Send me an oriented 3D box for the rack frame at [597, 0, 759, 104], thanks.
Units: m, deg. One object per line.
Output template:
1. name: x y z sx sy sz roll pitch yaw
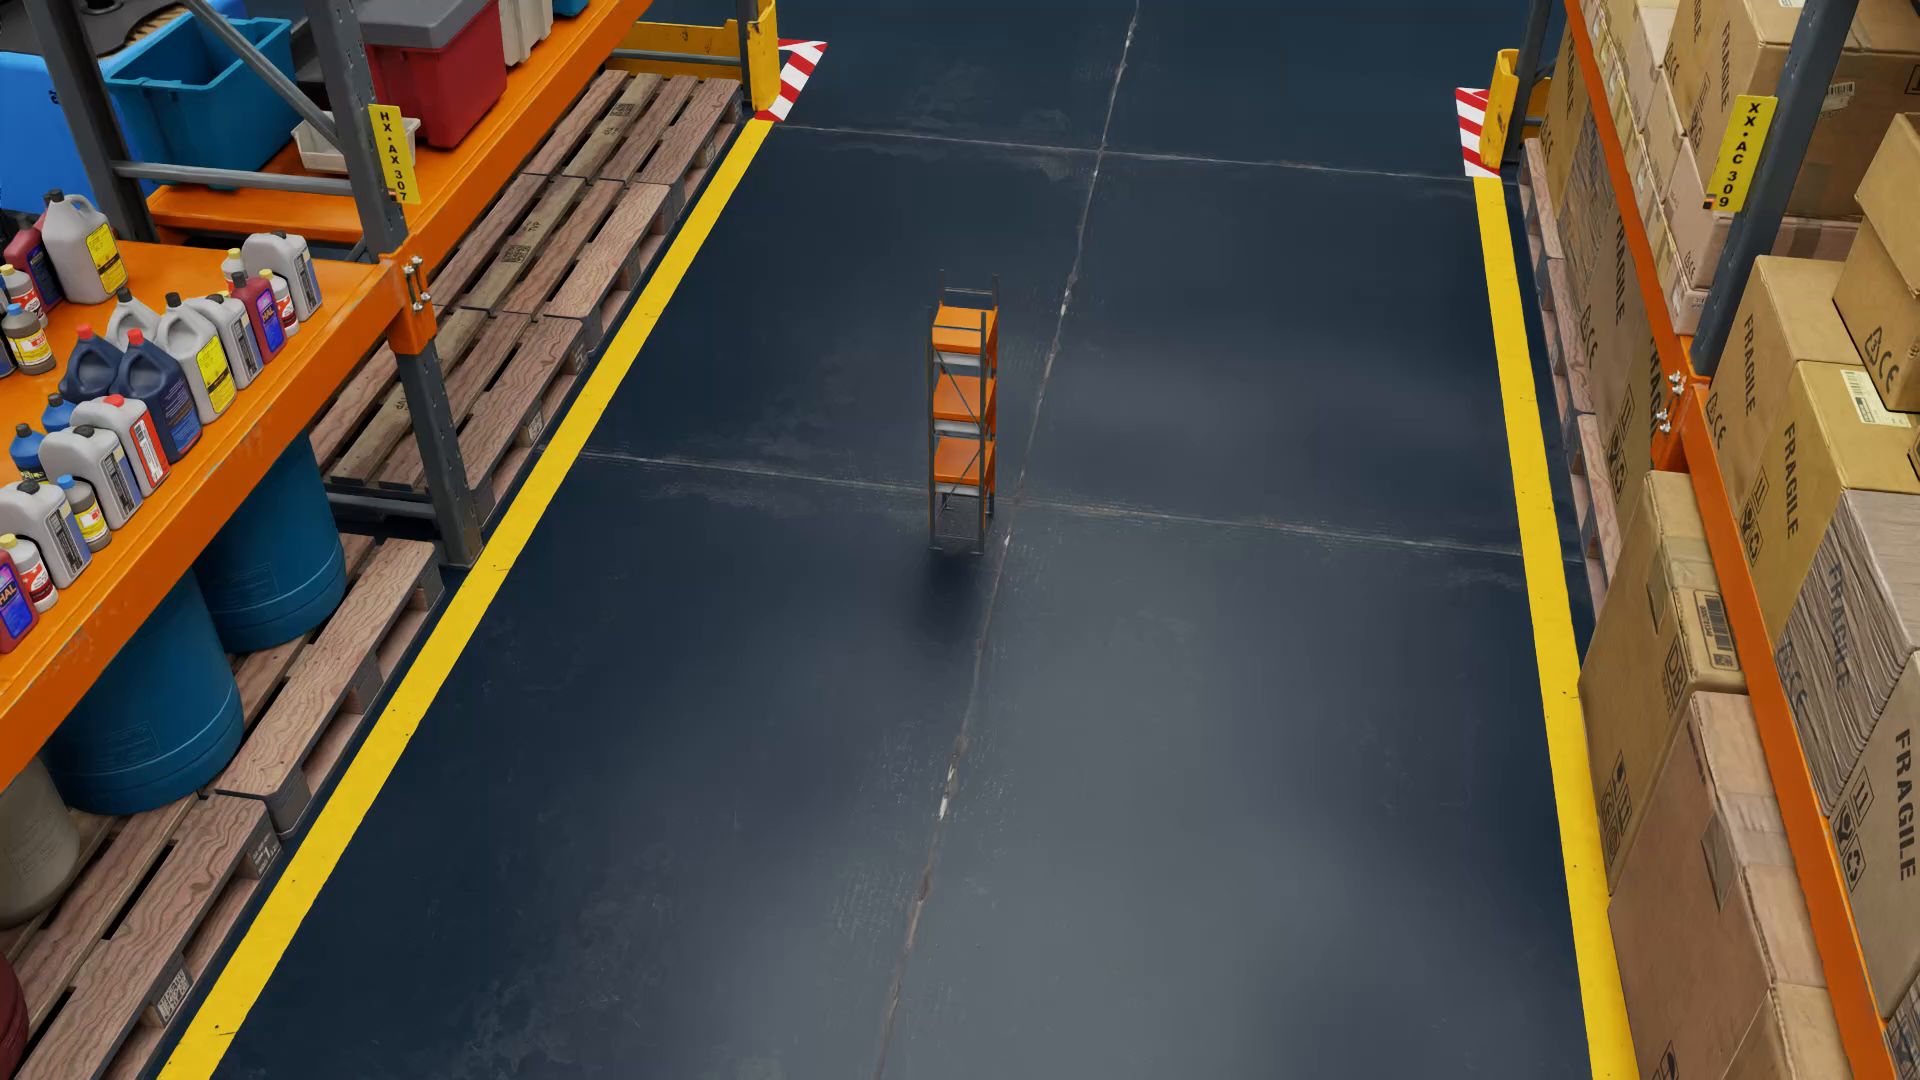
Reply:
1. rack frame: -1.585 -3.648 8.308 1.000 3.000 0.127 6 40 8

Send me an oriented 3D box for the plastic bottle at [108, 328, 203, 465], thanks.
1. plastic bottle: -2.146 -0.390 4.406 0.144 0.351 0.185 6 40 8

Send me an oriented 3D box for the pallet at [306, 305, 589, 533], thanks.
1. pallet: -2.189 -0.529 6.724 1.003 0.211 1.213 6 40 8

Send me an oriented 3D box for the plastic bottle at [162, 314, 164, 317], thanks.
1. plastic bottle: -2.217 -0.551 4.718 0.097 0.201 0.097 0 40 0

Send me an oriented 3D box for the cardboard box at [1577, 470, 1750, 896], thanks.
1. cardboard box: 2.510 0.469 4.666 1.225 0.875 0.875 7 40 8

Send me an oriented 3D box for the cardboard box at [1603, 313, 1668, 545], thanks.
1. cardboard box: 2.794 -0.340 5.645 0.875 0.875 0.875 6 40 8

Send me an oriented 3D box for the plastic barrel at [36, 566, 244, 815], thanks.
1. plastic barrel: -2.511 0.293 4.858 0.600 0.901 0.708 6 40 8

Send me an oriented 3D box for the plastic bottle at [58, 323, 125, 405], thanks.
1. plastic bottle: -2.288 -0.405 4.425 0.144 0.351 0.185 6 40 8

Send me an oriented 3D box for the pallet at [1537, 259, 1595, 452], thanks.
1. pallet: 3.018 -0.753 6.995 1.003 0.211 1.213 6 40 8

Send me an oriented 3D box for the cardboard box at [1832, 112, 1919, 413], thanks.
1. cardboard box: 2.498 -0.615 3.774 0.797 0.503 0.637 5 40 7

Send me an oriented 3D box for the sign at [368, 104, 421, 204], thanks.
1. sign: -1.736 -1.182 5.109 0.100 0.325 0.005 6 40 8

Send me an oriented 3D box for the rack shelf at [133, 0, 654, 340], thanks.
1. rack shelf: -1.932 -2.115 7.019 1.077 0.370 4.000 6 40 8

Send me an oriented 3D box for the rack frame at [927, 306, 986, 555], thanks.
1. rack frame: -0.012 -0.362 5.863 0.200 1.050 0.008 6 40 8

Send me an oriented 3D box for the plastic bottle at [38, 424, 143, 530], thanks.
1. plastic bottle: -2.201 -0.177 4.207 0.152 0.276 0.135 6 40 8

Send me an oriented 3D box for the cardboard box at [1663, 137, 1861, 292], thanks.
1. cardboard box: 2.418 -0.954 4.934 0.500 0.250 0.500 6 40 7

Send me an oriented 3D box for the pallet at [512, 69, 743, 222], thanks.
1. pallet: -1.766 -2.060 8.576 1.003 0.211 1.213 6 40 8

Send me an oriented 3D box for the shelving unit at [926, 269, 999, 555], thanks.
1. shelving unit: 0.009 -0.438 5.956 0.215 1.050 0.252 6 40 8

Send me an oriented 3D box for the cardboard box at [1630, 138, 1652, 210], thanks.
1. cardboard box: 2.464 -1.206 5.552 0.380 0.149 0.250 7 40 9

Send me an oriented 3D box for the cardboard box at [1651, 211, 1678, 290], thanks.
1. cardboard box: 2.375 -0.884 5.162 0.380 0.149 0.250 7 40 9

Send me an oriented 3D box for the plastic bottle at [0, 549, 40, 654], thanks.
1. plastic bottle: -2.236 0.116 3.847 0.061 0.283 0.133 6 40 8

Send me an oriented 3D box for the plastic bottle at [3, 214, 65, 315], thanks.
1. plastic bottle: -2.784 -0.826 4.986 0.061 0.283 0.133 6 40 8

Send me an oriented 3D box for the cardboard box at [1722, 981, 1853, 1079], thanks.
1. cardboard box: 2.210 1.587 3.315 1.225 0.875 0.875 7 40 8

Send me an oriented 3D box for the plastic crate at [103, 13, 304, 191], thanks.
1. plastic crate: -2.533 -1.485 5.658 0.392 0.384 0.575 6 40 8

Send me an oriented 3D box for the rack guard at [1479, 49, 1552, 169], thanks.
1. rack guard: 3.297 -2.153 8.462 1.175 0.500 0.348 6 40 8

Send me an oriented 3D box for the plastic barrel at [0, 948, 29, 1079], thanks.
1. plastic barrel: -2.707 1.123 4.101 0.600 0.588 0.708 6 40 8

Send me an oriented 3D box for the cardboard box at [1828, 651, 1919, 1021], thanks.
1. cardboard box: 2.017 0.586 3.109 0.500 0.500 0.500 7 40 9

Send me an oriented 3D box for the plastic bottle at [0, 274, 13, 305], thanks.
1. plastic bottle: -2.803 -0.686 4.826 0.097 0.271 0.097 0 40 0

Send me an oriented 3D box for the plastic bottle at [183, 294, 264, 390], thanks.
1. plastic bottle: -2.091 -0.577 4.692 0.152 0.276 0.135 6 40 8

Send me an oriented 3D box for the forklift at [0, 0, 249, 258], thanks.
1. forklift: -4.874 -2.831 7.374 3.031 2.935 1.130 10 41 12

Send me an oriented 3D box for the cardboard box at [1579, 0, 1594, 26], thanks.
1. cardboard box: 2.730 -2.173 6.722 0.380 0.149 0.250 6 40 7

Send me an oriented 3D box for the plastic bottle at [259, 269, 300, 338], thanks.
1. plastic bottle: -2.021 -0.702 4.901 0.097 0.201 0.097 0 40 0

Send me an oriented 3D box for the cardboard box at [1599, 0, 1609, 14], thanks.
1. cardboard box: 2.770 -2.245 6.496 0.500 0.250 0.500 5 40 6

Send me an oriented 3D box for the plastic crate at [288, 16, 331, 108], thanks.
1. plastic crate: -2.349 -1.787 6.226 0.437 0.125 0.590 6 40 8

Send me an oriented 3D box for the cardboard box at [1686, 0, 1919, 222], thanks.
1. cardboard box: 2.417 -1.255 4.710 0.500 0.500 0.500 7 40 9

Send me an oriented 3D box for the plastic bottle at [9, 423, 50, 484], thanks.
1. plastic bottle: -2.327 -0.177 4.211 0.097 0.271 0.097 0 40 0

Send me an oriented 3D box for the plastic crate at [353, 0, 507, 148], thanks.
1. plastic crate: -1.876 -1.718 5.877 0.402 0.464 0.583 6 40 8

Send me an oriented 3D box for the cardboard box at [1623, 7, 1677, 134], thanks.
1. cardboard box: 2.594 -1.600 5.715 0.500 0.250 0.500 7 40 9

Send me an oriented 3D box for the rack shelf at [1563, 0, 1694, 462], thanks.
1. rack shelf: 2.947 -1.569 6.359 1.077 0.370 4.000 6 40 8

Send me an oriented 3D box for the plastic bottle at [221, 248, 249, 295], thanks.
1. plastic bottle: -2.154 -0.780 4.995 0.097 0.201 0.097 0 40 0

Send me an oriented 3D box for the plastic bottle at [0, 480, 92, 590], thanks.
1. plastic bottle: -2.241 -0.031 4.031 0.152 0.276 0.135 6 40 8

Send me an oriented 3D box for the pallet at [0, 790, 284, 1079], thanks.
1. pallet: -2.661 1.185 4.651 1.003 0.211 1.213 6 40 8

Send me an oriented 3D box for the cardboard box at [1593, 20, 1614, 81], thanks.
1. cardboard box: 2.641 -1.853 6.334 0.380 0.149 0.250 5 40 7

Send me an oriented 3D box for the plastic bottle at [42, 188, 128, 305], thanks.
1. plastic bottle: -2.665 -0.908 5.033 0.144 0.351 0.185 6 40 8

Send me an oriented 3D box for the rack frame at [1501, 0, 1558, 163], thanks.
1. rack frame: 3.293 -3.102 7.648 1.000 3.000 0.127 6 40 8

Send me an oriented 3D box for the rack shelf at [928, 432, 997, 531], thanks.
1. rack shelf: 0.009 -0.216 6.140 0.215 0.259 0.240 6 40 8

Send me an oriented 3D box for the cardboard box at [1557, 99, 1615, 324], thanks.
1. cardboard box: 3.103 -1.463 7.004 0.875 0.875 0.875 6 40 8

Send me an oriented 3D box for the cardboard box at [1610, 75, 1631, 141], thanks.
1. cardboard box: 2.553 -1.529 5.942 0.380 0.149 0.250 6 40 7

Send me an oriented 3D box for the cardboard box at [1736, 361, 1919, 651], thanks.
1. cardboard box: 2.189 -0.053 3.882 0.500 0.500 0.500 6 40 8
